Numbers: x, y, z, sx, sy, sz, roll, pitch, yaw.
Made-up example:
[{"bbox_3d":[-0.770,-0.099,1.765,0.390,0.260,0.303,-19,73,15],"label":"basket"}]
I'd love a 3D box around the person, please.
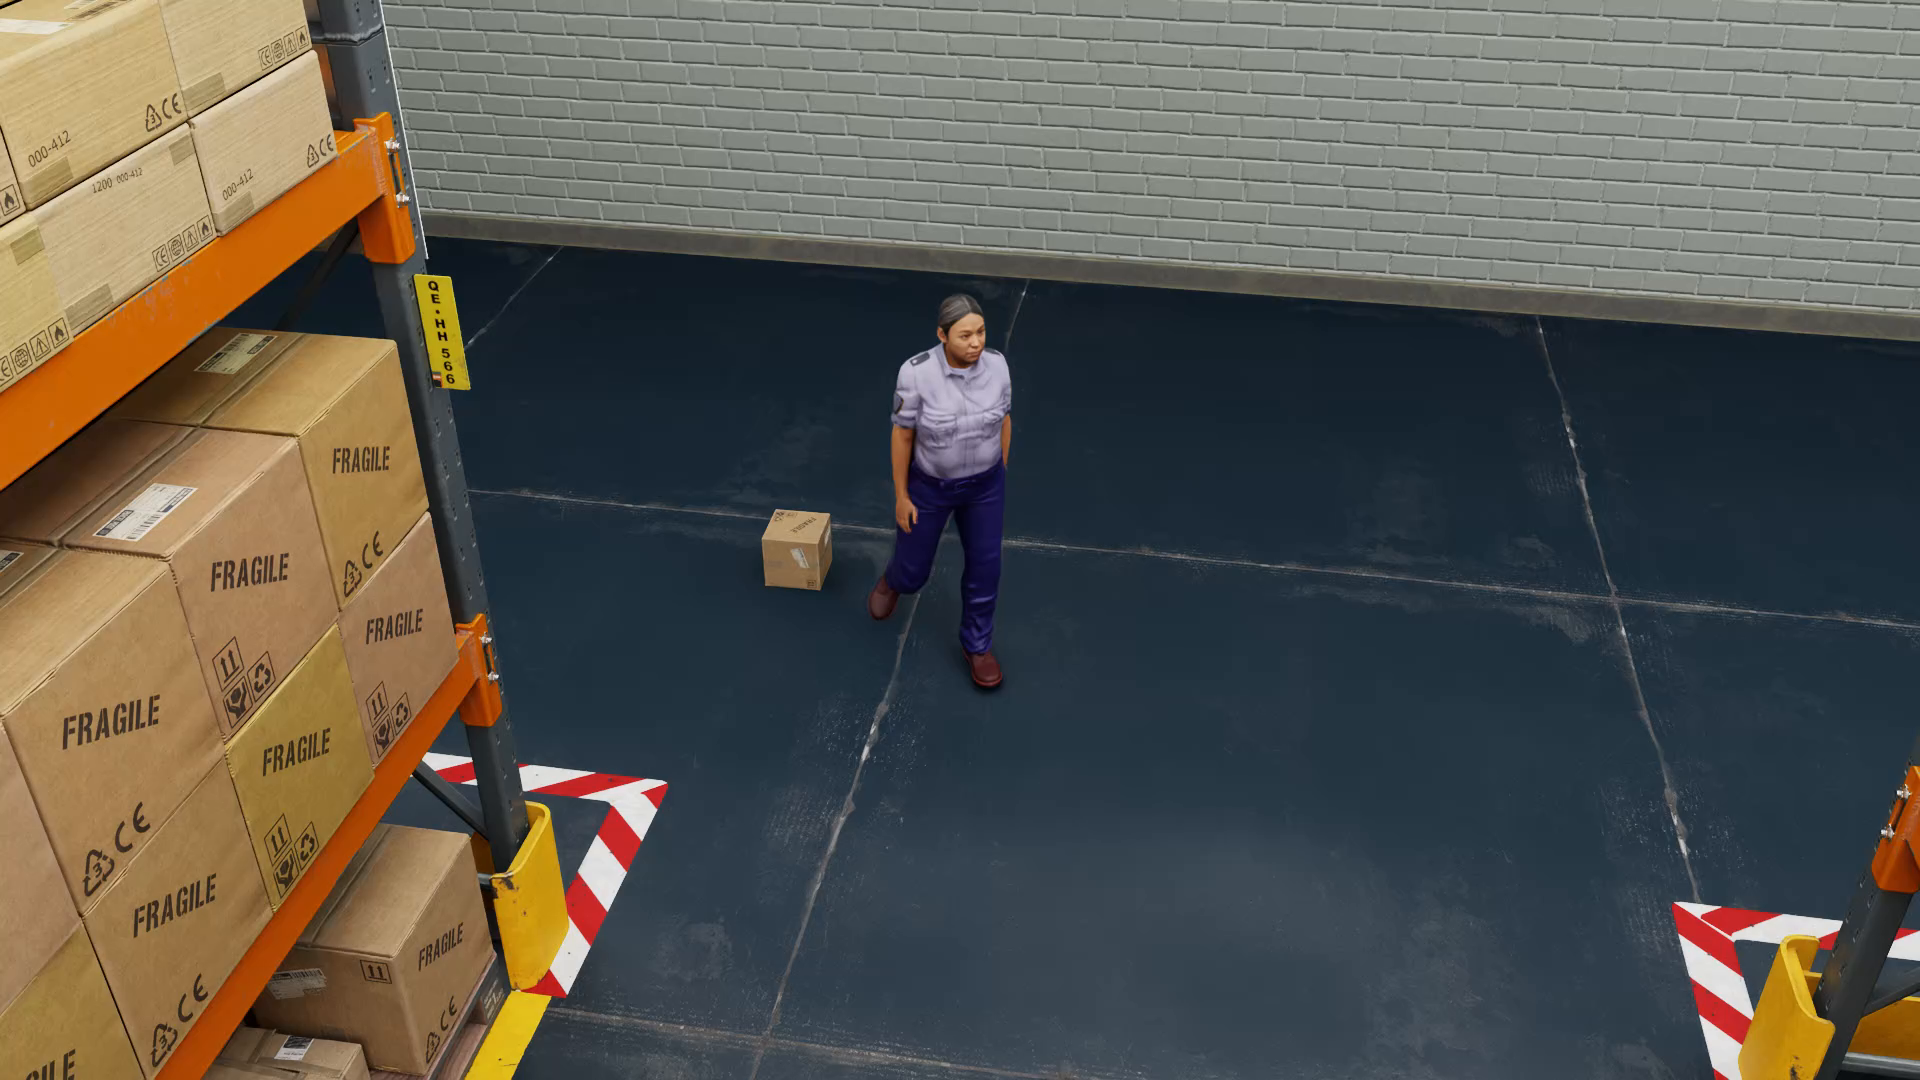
[{"bbox_3d":[-0.067,-0.243,6.493,0.522,1.638,0.679,-10,34,-16],"label":"person"}]
